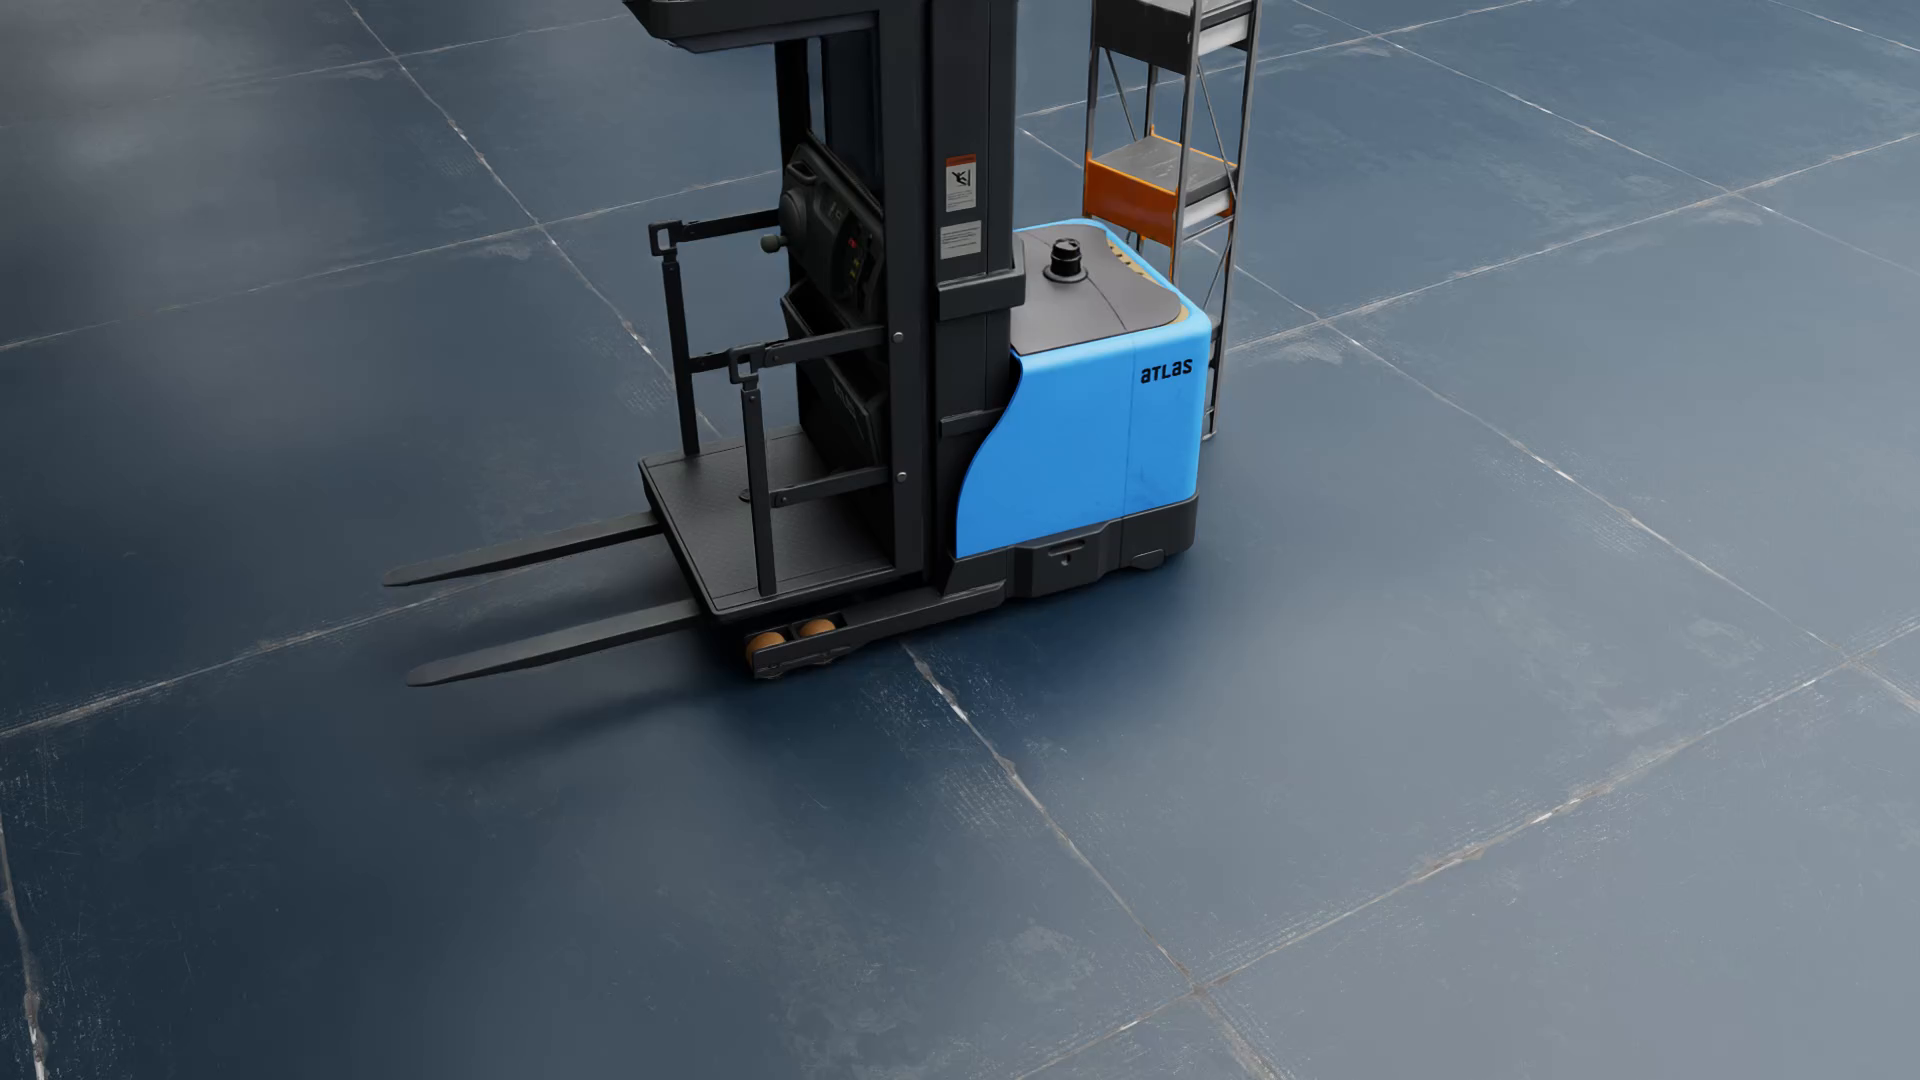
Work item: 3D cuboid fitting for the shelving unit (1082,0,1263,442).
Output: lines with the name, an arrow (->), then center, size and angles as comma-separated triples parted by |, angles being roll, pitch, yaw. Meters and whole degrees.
shelving unit -> 0.821, -1.344, 6.810 | 0.431, 2.100, 0.503 | -30, 45, -34

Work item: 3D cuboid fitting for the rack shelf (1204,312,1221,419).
rack shelf -> 0.821, -0.767, 7.230 | 0.431, 0.518, 0.480 | -30, 45, -34

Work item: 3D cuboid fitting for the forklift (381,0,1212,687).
forklift -> -0.630, -1.035, 5.683 | 3.031, 2.935, 1.130 | -14, 38, -18

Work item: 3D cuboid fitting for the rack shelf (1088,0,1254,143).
rack shelf -> 0.821, -1.898, 6.405 | 0.431, 0.518, 0.480 | -30, 45, -34

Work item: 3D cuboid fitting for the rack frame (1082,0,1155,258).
rack frame -> 0.652, -1.448, 6.952 | 0.400, 2.100, 0.015 | -30, 45, -34

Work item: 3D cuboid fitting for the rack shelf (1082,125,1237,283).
rack shelf -> 0.821, -1.333, 6.818 | 0.431, 0.518, 0.480 | -30, 45, -34

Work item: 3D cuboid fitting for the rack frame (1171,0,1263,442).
rack frame -> 0.990, -1.240, 6.668 | 0.400, 2.100, 0.015 | -30, 45, -34
